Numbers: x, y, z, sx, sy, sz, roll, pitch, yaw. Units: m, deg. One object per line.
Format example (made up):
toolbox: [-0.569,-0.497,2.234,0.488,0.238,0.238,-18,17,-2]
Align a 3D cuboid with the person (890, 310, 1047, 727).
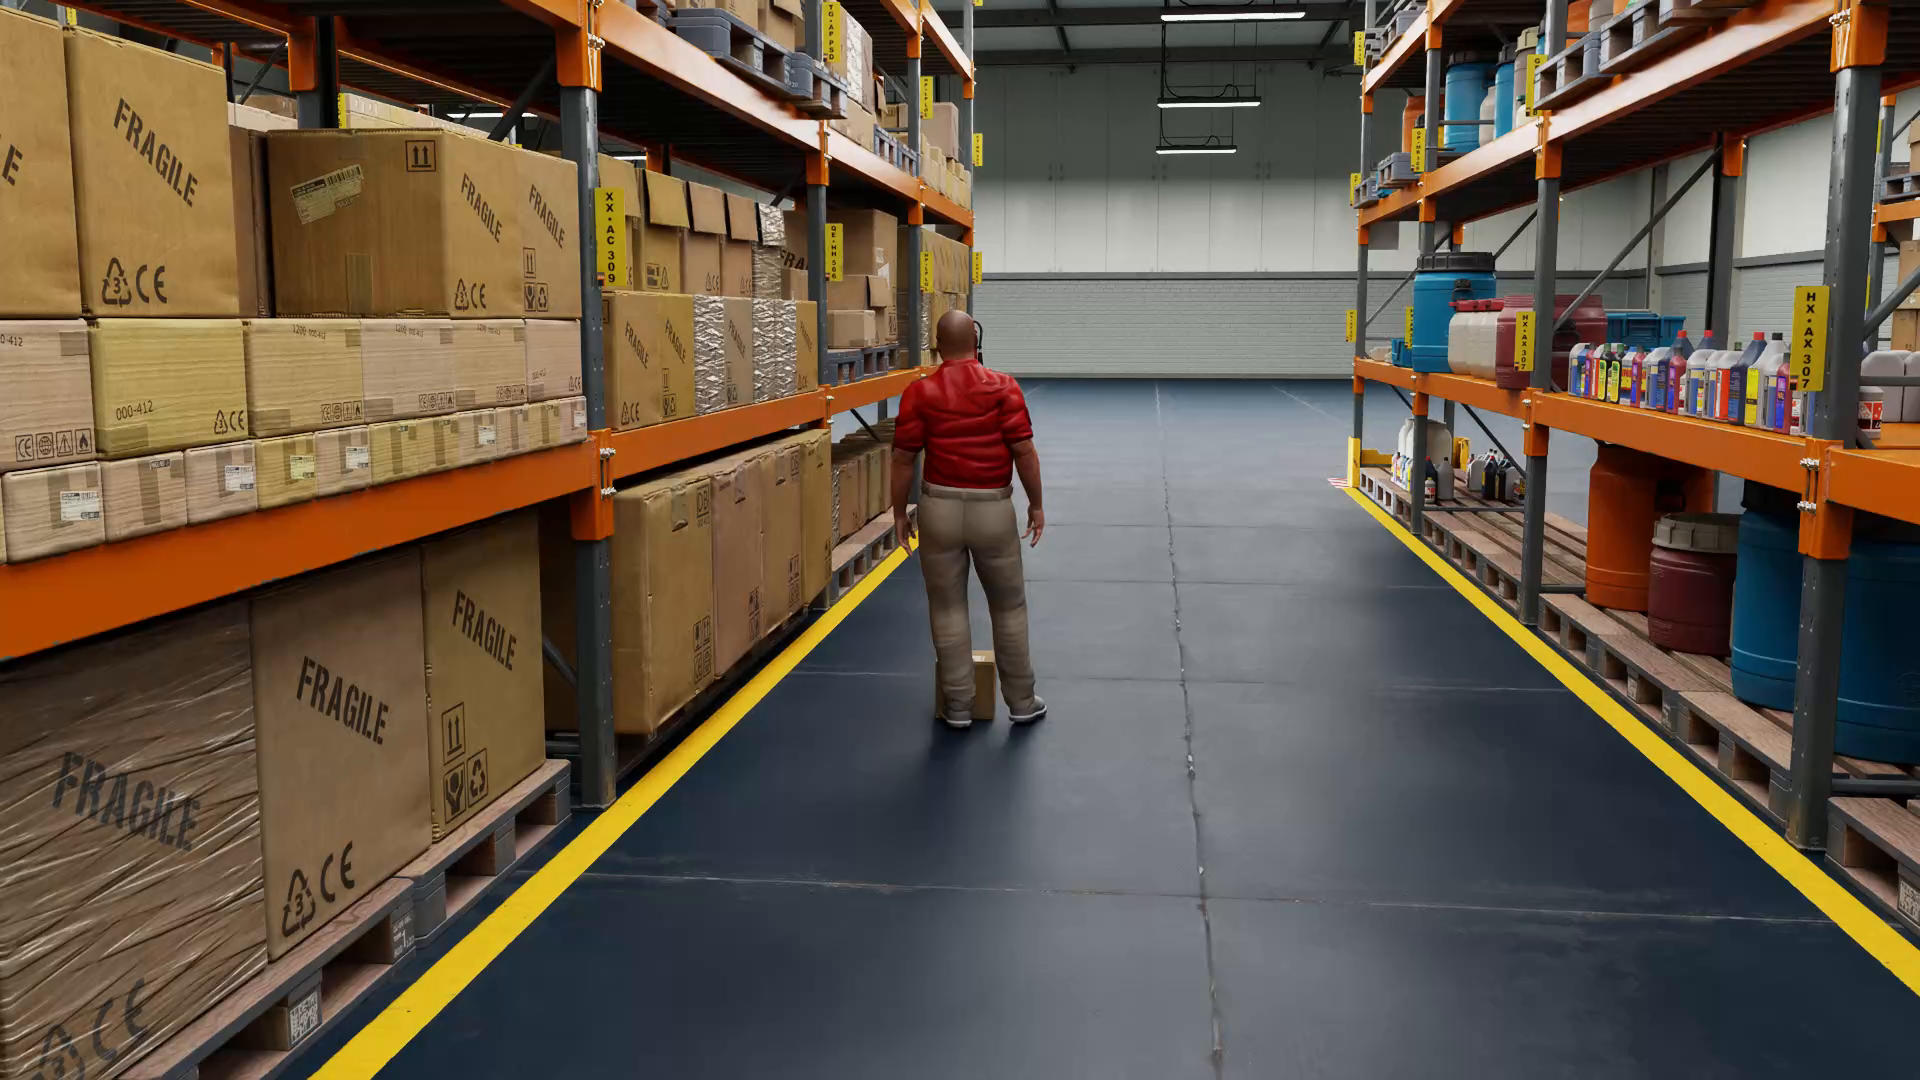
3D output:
person: [0.043,-0.087,6.939,0.640,1.727,0.550,1,8,4]
